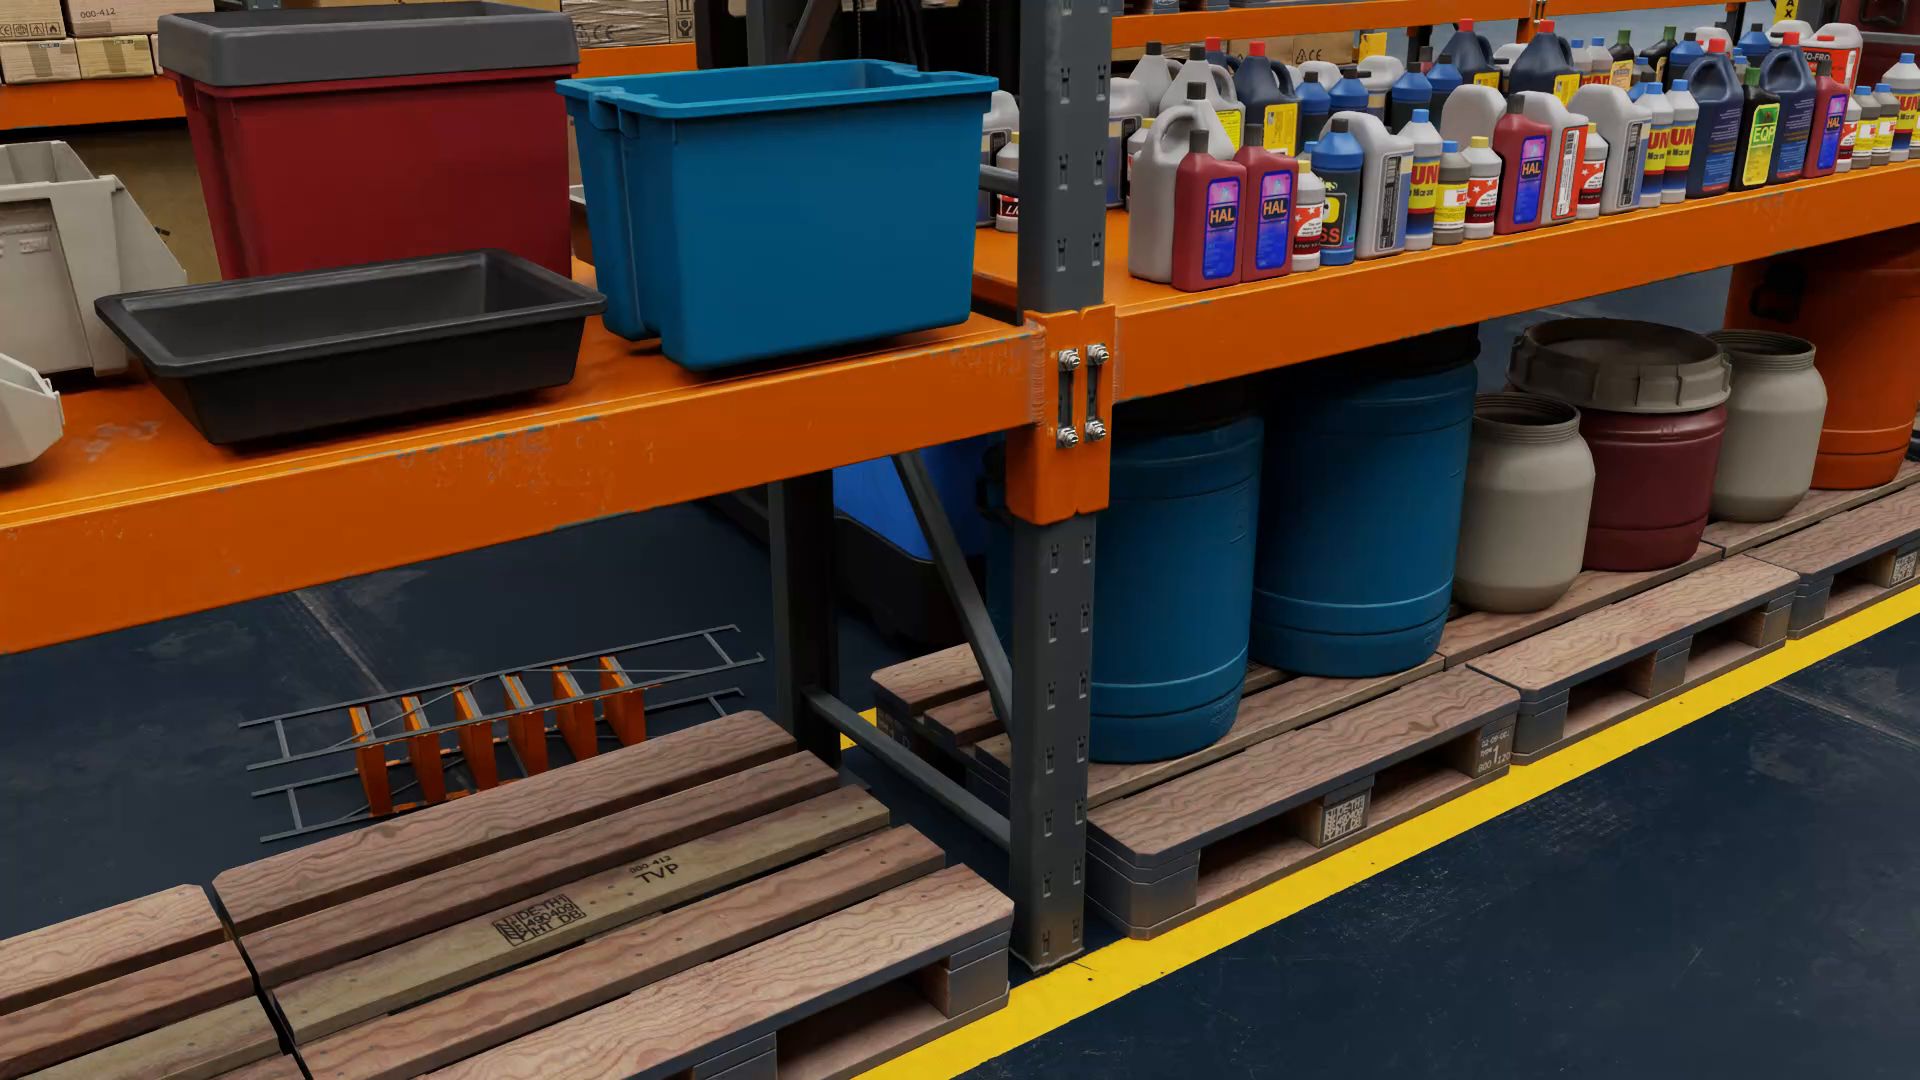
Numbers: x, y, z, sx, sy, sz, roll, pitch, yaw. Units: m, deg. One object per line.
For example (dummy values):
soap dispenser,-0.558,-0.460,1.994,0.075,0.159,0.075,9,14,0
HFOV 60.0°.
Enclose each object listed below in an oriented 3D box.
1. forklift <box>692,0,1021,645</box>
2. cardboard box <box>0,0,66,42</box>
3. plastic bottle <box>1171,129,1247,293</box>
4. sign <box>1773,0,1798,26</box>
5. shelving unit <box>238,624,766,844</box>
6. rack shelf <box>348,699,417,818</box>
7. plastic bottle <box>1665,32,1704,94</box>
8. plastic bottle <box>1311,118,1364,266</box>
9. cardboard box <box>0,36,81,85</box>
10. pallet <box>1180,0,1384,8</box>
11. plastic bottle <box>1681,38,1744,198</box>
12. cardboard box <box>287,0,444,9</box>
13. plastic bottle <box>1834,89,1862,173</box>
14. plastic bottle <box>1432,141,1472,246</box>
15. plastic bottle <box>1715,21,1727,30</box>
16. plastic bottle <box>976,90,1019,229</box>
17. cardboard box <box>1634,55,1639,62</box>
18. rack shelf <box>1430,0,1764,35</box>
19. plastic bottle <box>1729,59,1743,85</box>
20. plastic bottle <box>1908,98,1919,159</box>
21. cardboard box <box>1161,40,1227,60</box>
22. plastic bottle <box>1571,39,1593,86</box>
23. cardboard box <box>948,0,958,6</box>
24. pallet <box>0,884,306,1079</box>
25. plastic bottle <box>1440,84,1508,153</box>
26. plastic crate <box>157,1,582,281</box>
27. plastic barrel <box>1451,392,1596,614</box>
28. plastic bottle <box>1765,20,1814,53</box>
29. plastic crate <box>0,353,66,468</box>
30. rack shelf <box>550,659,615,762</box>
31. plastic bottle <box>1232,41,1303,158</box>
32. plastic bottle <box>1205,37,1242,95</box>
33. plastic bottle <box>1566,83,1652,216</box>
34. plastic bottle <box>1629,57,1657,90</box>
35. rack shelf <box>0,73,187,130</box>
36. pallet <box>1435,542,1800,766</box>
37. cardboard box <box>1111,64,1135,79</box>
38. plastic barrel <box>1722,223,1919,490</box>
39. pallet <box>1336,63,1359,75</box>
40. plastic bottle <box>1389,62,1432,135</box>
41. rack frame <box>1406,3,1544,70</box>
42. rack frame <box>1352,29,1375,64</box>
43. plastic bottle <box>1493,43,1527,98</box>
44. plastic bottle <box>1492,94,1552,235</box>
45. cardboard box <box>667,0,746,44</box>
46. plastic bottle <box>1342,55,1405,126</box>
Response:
forklift,-0.431,-1.575,5.388,1.130,2.935,3.031,-13,25,-29
cardboard box,-3.611,-1.973,6.094,0.500,0.250,0.500,-14,26,-31
plastic bottle,0.452,-0.598,3.006,0.133,0.283,0.061,-15,26,-33
sign,2.825,-1.807,5.657,0.005,0.325,0.100,-15,26,-33
shelving unit,-1.071,0.447,4.011,1.200,0.189,0.258,-11,24,-24
rack shelf,-1.354,0.501,3.881,0.103,0.180,0.258,-11,24,-24
plastic bottle,2.162,-1.376,4.970,0.097,0.271,0.097,0,22,0
plastic bottle,0.722,-0.673,3.210,0.097,0.271,0.097,0,22,0
cardboard box,-3.461,-1.799,6.196,0.250,0.149,0.380,-15,26,-34
pallet,1.843,-3.409,10.151,1.213,0.211,1.003,-15,26,-33
plastic bottle,1.733,-0.990,3.897,0.185,0.351,0.144,-15,26,-33
cardboard box,-2.468,-2.262,6.884,0.500,0.500,0.500,-15,26,-33
plastic bottle,2.228,-1.042,4.229,0.097,0.201,0.097,0,22,0
plastic bottle,0.990,-0.712,3.401,0.097,0.201,0.097,0,22,0
plastic bottle,2.319,-1.459,5.163,0.133,0.283,0.061,-15,26,-33
plastic bottle,0.036,-0.826,3.587,0.135,0.276,0.152,-15,26,-33
cardboard box,5.252,-3.423,12.734,0.500,0.500,0.500,-12,25,-28
rack shelf,5.130,-4.022,12.399,4.000,0.370,1.077,-15,26,-33
plastic bottle,1.911,-1.053,4.146,0.133,0.283,0.061,-15,26,-33
plastic bottle,2.544,-1.126,4.440,0.097,0.201,0.097,0,22,0
cardboard box,1.973,-4.957,16.071,0.875,0.875,0.875,-15,26,-32
plastic bottle,1.752,-1.294,4.766,0.097,0.271,0.097,0,22,0
cardboard box,0.004,-2.922,8.538,0.500,0.500,0.500,-14,26,-31
pallet,-1.660,1.030,2.530,1.213,0.211,1.003,-15,26,-33
plastic bottle,1.166,-0.876,3.711,0.135,0.276,0.152,-15,26,-33
plastic crate,-0.966,-0.641,2.789,0.583,0.464,0.402,-15,26,-33
plastic barrel,1.442,-0.102,4.395,0.421,0.512,0.421,0,22,0
plastic bottle,2.612,-1.513,5.309,0.135,0.276,0.152,-15,26,-33
plastic crate,-1.333,-0.139,1.973,0.466,0.136,0.293,-15,26,-33
rack shelf,-0.924,0.419,4.078,0.103,0.180,0.258,-11,24,-24
plastic bottle,0.695,-0.973,3.853,0.185,0.351,0.144,-15,26,-33
plastic bottle,0.610,-1.016,3.962,0.185,0.351,0.144,-15,26,-33
plastic bottle,1.443,-0.880,3.722,0.135,0.276,0.152,-15,26,-33
plastic bottle,2.018,-1.333,4.957,0.097,0.201,0.097,0,22,0
rack shelf,-4.611,-1.425,5.890,4.000,0.370,1.077,-15,26,-33
pallet,1.547,0.174,4.676,1.213,0.211,1.003,-15,26,-33
cardboard box,0.786,-2.603,9.640,0.500,0.250,0.500,-14,26,-31
plastic barrel,2.765,-0.643,5.323,0.708,0.830,0.600,-15,26,-33
pallet,3.336,-4.811,17.169,1.213,0.211,1.003,-15,26,-33
plastic bottle,1.128,-1.058,4.175,0.097,0.271,0.097,0,22,0
rack frame,3.507,-3.923,11.181,0.127,3.000,1.000,-15,26,-33
rack frame,3.939,-6.303,17.145,0.127,3.000,1.000,-15,26,-33
plastic bottle,1.486,-1.213,4.556,0.135,0.276,0.152,-15,26,-33
plastic bottle,1.173,-0.791,3.488,0.133,0.283,0.061,-15,26,-33
cardboard box,-1.238,-2.593,7.712,0.500,0.500,0.500,-14,26,-32
plastic bottle,1.040,-1.094,4.258,0.135,0.276,0.152,-15,26,-33
